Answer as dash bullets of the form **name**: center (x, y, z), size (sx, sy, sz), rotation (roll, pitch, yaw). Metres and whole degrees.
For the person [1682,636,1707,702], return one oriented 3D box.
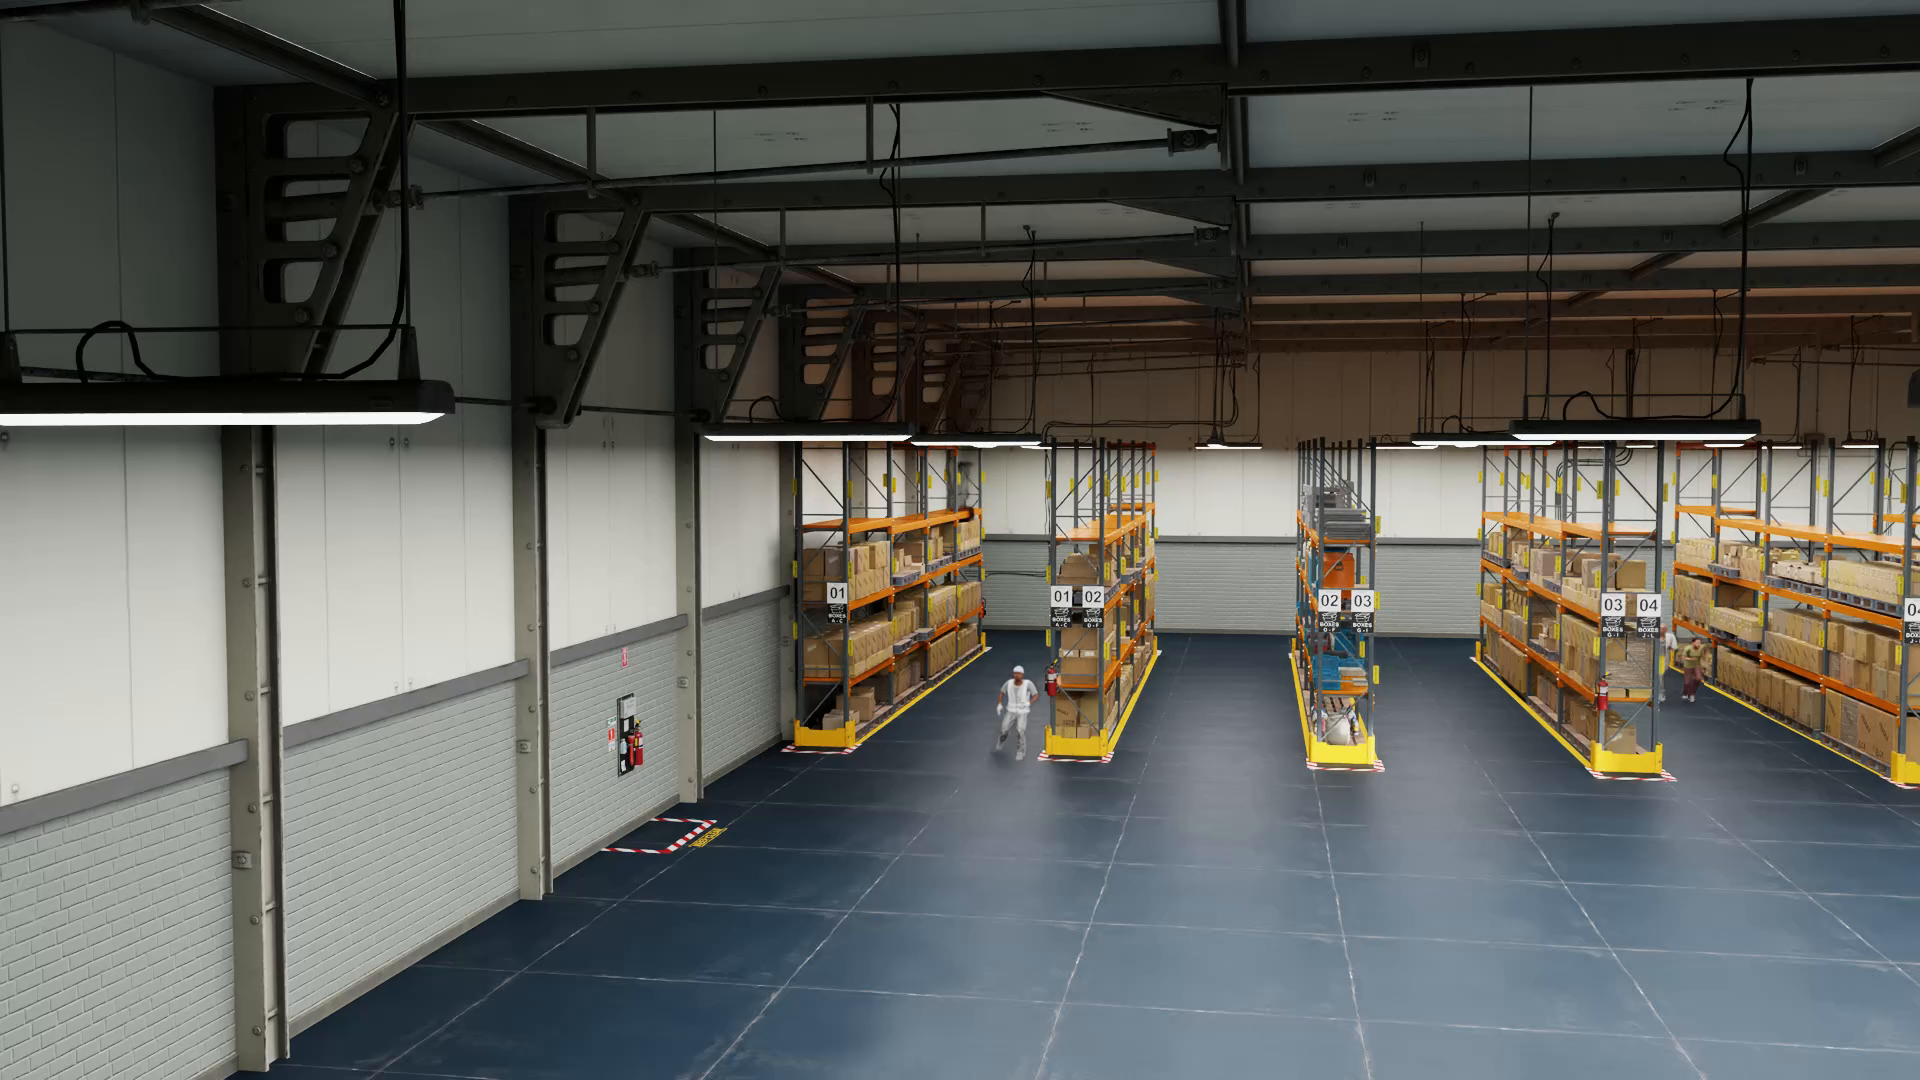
- **person**: center (16.776, 2.940, 38.035), size (0.612, 1.539, 0.912), rotation (0, 3, 5)

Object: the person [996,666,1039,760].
- **person**: center (1.063, 3.229, 31.156), size (0.847, 1.761, 0.606), rotation (1, 3, 10)

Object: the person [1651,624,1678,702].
- **person**: center (16.234, 2.815, 38.630), size (0.702, 1.801, 1.054), rotation (0, 3, 2)
